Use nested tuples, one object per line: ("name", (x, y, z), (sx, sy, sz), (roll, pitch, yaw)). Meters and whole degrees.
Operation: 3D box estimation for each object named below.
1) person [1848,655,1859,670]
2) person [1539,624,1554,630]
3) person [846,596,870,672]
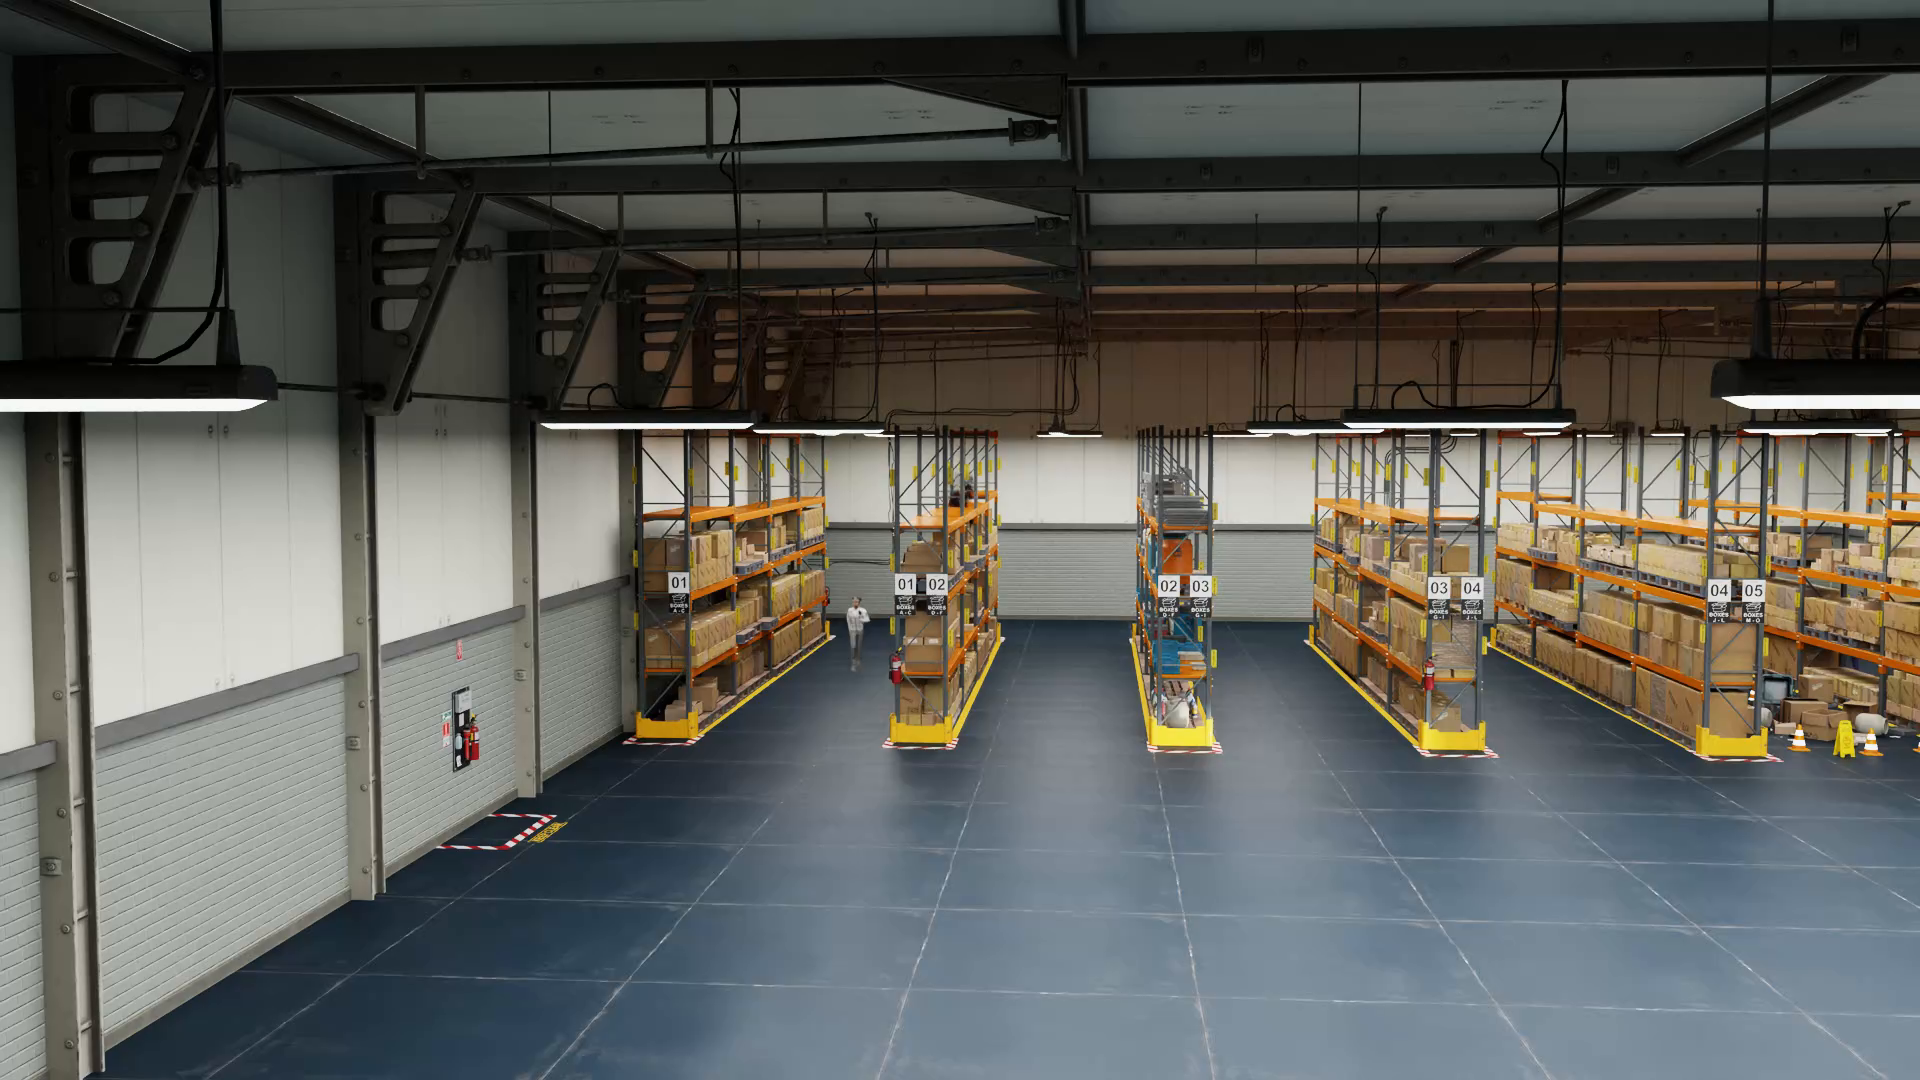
("person", (21.631, 2.456, 40.571), (0.624, 1.660, 0.875), (0, 3, 1))
("person", (16.655, 2.042, 47.074), (0.701, 1.733, 0.590), (-1, 4, -14))
("person", (-2.434, 2.216, 39.644), (0.584, 1.777, 0.731), (0, 3, 1))
